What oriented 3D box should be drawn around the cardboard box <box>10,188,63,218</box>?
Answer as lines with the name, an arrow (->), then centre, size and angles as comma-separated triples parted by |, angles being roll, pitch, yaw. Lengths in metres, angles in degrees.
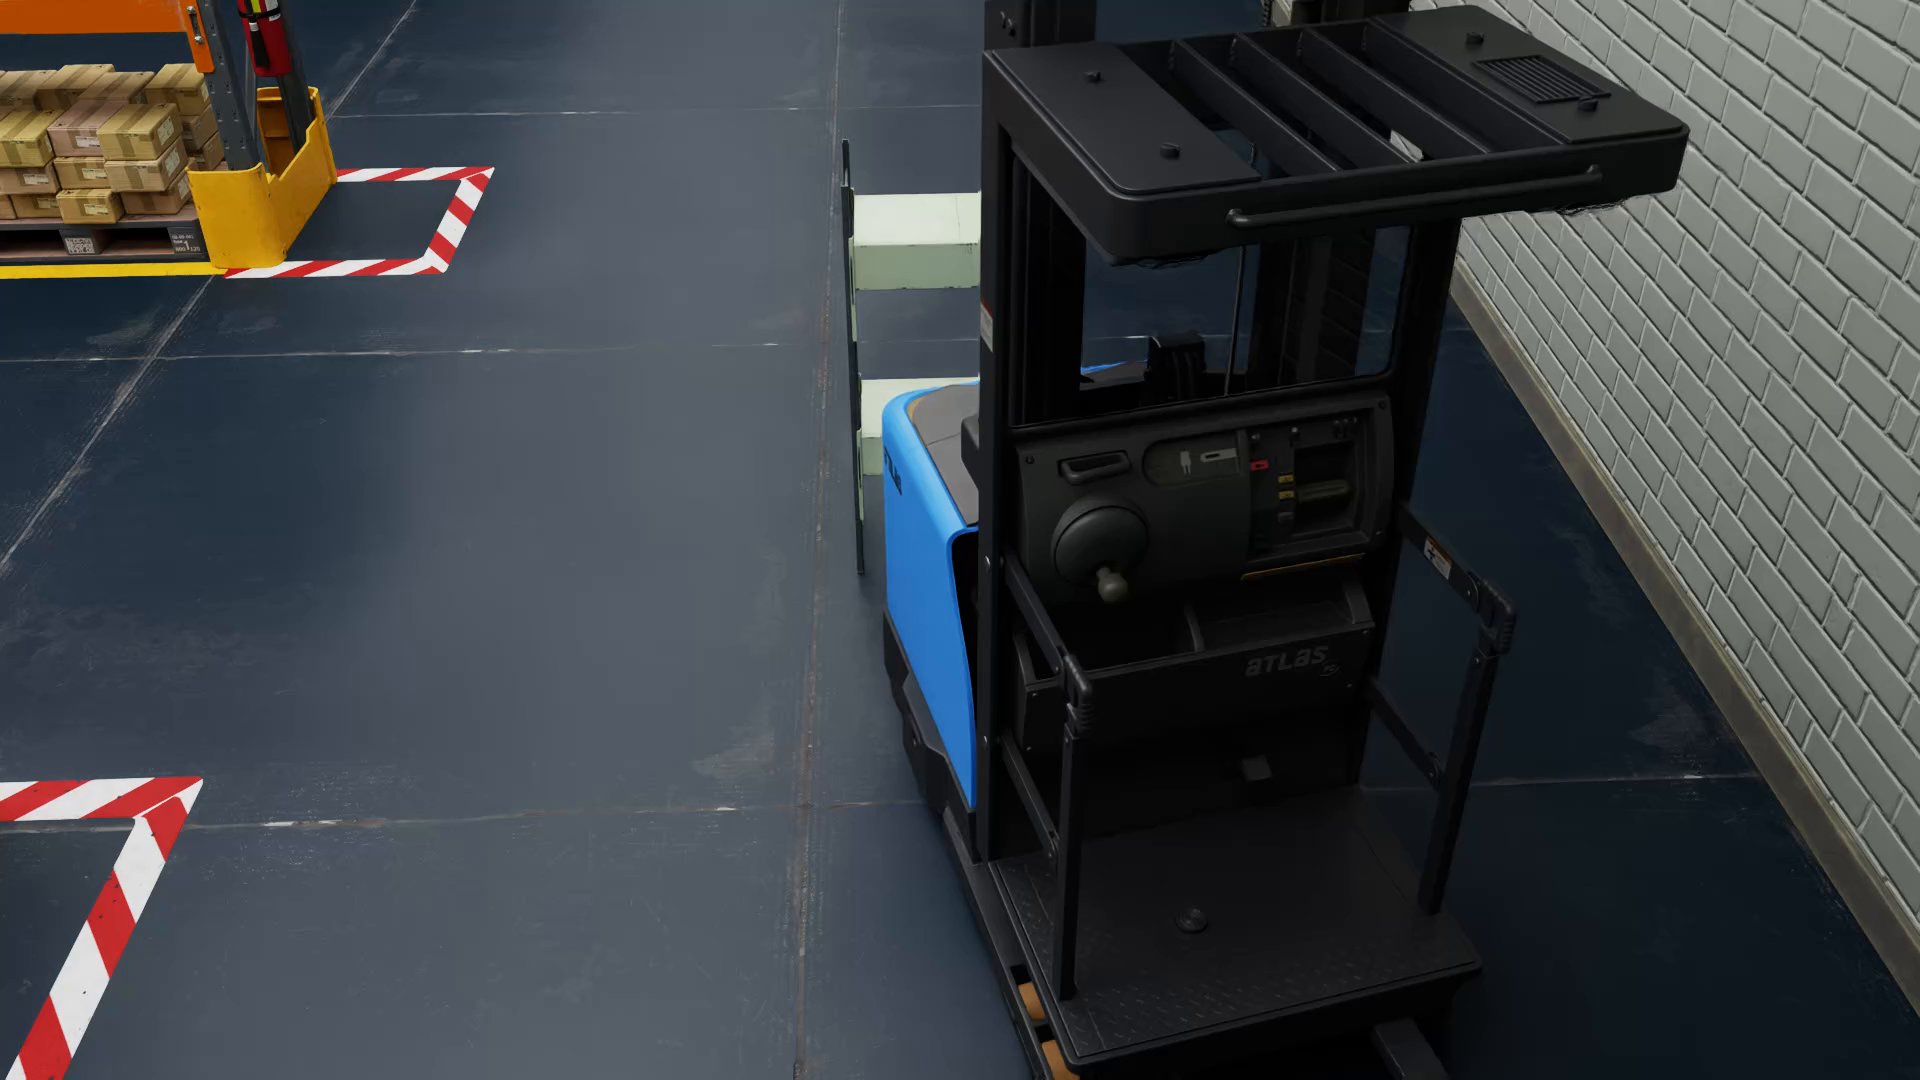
cardboard box -> -4.511, -1.749, 8.277 | 0.250, 0.149, 0.380 | -2, 35, -2

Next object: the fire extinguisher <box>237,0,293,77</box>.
fire extinguisher -> -3.202, -2.463, 7.569 | 0.183, 0.674, 0.296 | -2, 35, -2

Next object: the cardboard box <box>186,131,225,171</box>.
cardboard box -> -4.014, -2.072, 8.744 | 0.250, 0.149, 0.380 | -1, 35, -1

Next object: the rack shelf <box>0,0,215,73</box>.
rack shelf -> -5.473, -2.554, 7.937 | 4.000, 0.370, 1.077 | -2, 35, -2

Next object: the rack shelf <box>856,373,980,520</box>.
rack shelf -> -0.007, -0.348, 6.008 | 0.720, 0.370, 0.431 | -2, 35, -2

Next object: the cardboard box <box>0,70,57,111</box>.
cardboard box -> -4.786, -2.264, 8.499 | 0.250, 0.149, 0.380 | -3, 35, -5

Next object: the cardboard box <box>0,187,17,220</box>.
cardboard box -> -4.757, -1.735, 8.257 | 0.250, 0.149, 0.380 | -1, 35, -2

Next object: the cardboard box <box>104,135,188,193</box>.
cardboard box -> -3.989, -1.850, 8.162 | 0.250, 0.149, 0.380 | -2, 35, -4

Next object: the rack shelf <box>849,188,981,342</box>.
rack shelf -> -0.007, -0.937, 5.601 | 0.720, 0.370, 0.431 | -2, 35, -2

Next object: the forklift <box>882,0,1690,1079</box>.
forklift -> 0.648, -0.035, 3.725 | 1.130, 2.935, 3.031 | -9, 36, -13

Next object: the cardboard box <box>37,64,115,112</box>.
cardboard box -> -4.542, -2.318, 8.577 | 0.250, 0.149, 0.380 | -2, 35, -2

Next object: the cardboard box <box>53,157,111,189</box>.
cardboard box -> -4.253, -1.873, 8.196 | 0.250, 0.149, 0.380 | -2, 35, -3

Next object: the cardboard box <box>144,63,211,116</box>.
cardboard box -> -4.015, -2.328, 8.591 | 0.250, 0.149, 0.380 | -3, 35, -4

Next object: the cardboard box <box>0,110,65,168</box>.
cardboard box -> -4.499, -1.937, 8.026 | 0.250, 0.149, 0.380 | -2, 35, -3

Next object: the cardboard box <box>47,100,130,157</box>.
cardboard box -> -4.246, -2.016, 8.141 | 0.250, 0.149, 0.380 | -1, 35, -1

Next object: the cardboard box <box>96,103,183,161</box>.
cardboard box -> -3.992, -1.990, 8.103 | 0.250, 0.149, 0.380 | -1, 35, -2

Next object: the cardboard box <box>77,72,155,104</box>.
cardboard box -> -4.284, -2.252, 8.481 | 0.250, 0.149, 0.380 | -1, 35, -1

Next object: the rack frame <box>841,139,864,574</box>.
rack frame -> -0.372, -0.607, 5.809 | 0.023, 1.500, 0.400 | -2, 35, -2

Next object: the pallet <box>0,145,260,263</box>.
pallet -> -4.364, -1.753, 8.598 | 1.213, 0.211, 1.003 | -2, 35, -2

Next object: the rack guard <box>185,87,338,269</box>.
rack guard -> -3.551, -1.874, 8.518 | 0.348, 0.500, 1.175 | -2, 35, -2

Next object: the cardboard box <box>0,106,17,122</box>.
cardboard box -> -4.760, -1.966, 8.068 | 0.250, 0.149, 0.380 | -3, 35, -4

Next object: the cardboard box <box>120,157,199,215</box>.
cardboard box -> -3.991, -1.771, 8.310 | 0.250, 0.149, 0.380 | -1, 35, -1

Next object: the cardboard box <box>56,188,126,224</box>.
cardboard box -> -4.243, -1.707, 8.217 | 0.250, 0.149, 0.380 | -1, 35, -1

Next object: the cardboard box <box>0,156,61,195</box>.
cardboard box -> -4.508, -1.835, 8.140 | 0.250, 0.149, 0.380 | -3, 35, -4

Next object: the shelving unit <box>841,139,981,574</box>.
shelving unit -> -0.007, -0.617, 5.823 | 0.755, 1.500, 0.431 | -2, 35, -2

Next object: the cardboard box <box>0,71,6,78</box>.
cardboard box -> -5.063, -2.262, 8.496 | 0.250, 0.149, 0.380 | 0, 35, 0

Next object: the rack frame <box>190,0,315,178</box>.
rack frame -> -3.475, -2.904, 7.810 | 0.127, 3.000, 1.000 | -2, 35, -2

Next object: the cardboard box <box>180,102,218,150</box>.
cardboard box -> -4.011, -2.158, 8.607 | 0.250, 0.149, 0.380 | 0, 35, 0
